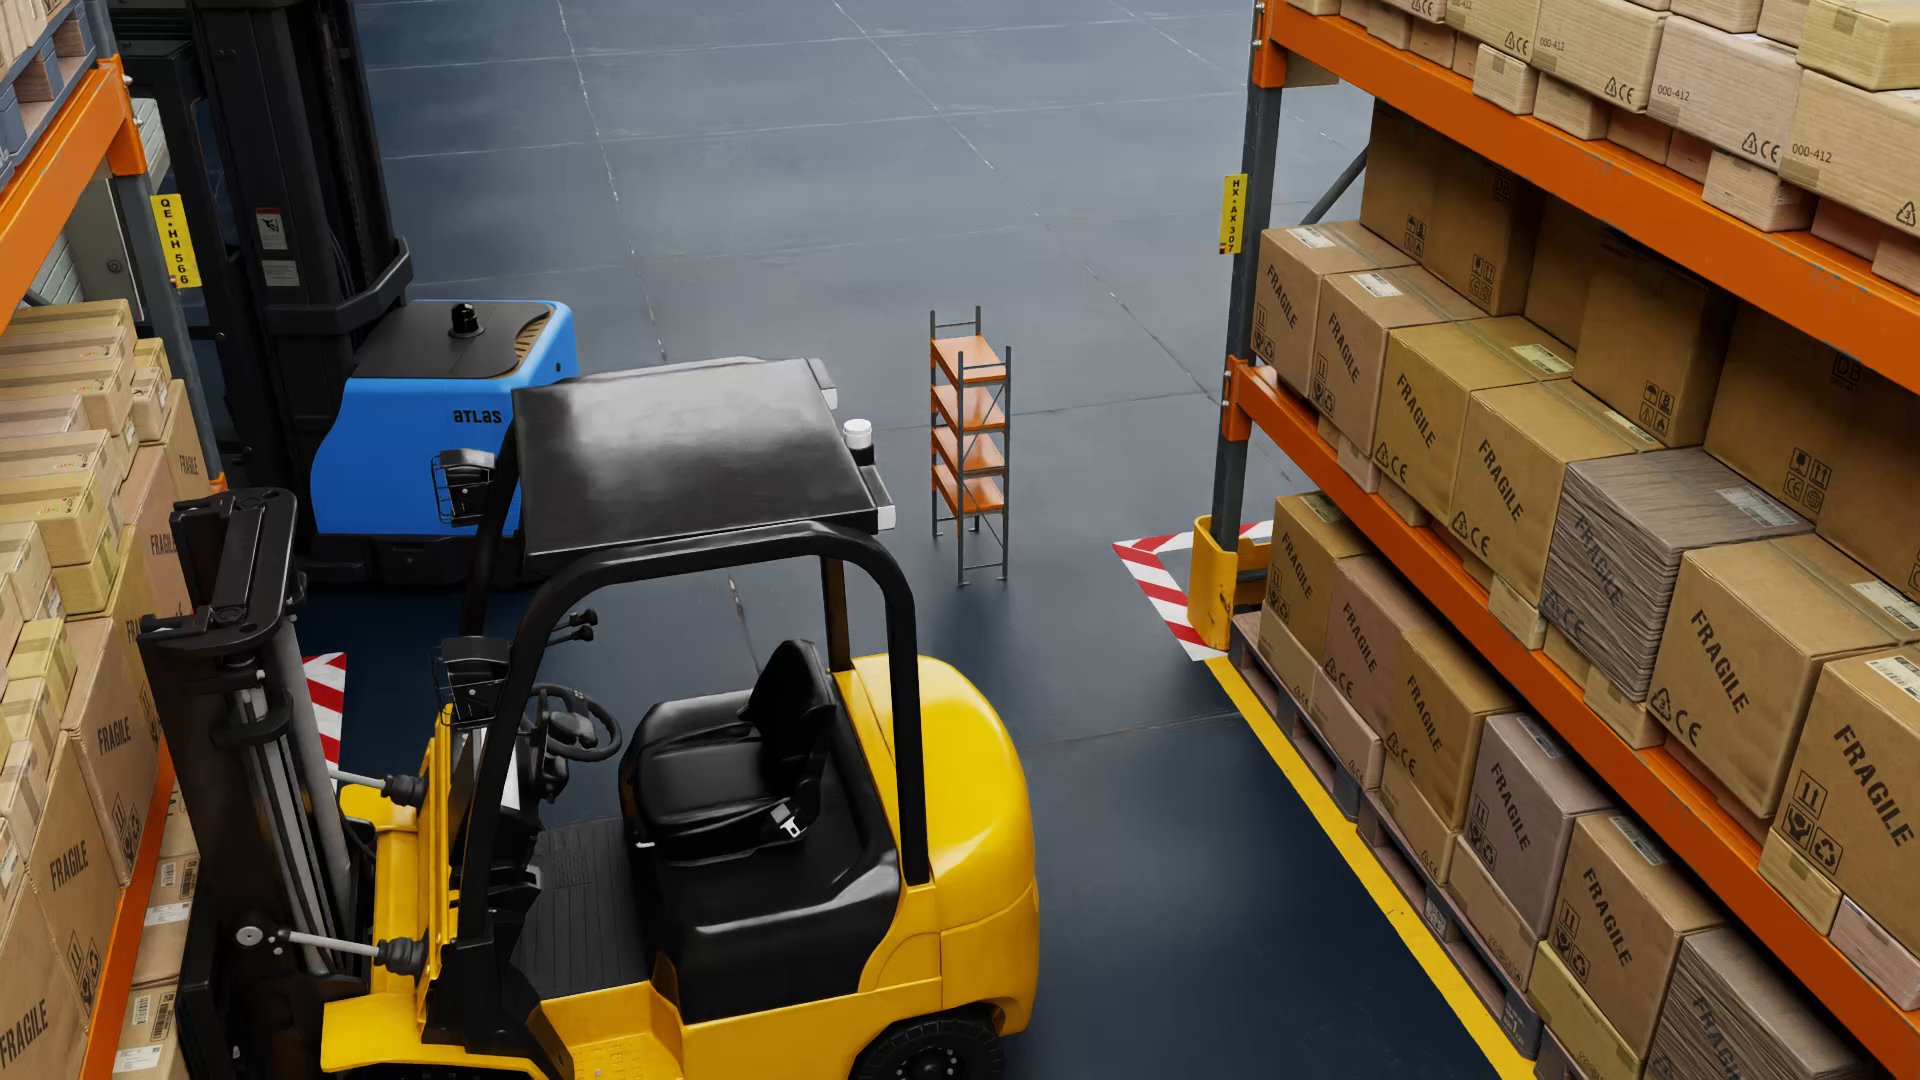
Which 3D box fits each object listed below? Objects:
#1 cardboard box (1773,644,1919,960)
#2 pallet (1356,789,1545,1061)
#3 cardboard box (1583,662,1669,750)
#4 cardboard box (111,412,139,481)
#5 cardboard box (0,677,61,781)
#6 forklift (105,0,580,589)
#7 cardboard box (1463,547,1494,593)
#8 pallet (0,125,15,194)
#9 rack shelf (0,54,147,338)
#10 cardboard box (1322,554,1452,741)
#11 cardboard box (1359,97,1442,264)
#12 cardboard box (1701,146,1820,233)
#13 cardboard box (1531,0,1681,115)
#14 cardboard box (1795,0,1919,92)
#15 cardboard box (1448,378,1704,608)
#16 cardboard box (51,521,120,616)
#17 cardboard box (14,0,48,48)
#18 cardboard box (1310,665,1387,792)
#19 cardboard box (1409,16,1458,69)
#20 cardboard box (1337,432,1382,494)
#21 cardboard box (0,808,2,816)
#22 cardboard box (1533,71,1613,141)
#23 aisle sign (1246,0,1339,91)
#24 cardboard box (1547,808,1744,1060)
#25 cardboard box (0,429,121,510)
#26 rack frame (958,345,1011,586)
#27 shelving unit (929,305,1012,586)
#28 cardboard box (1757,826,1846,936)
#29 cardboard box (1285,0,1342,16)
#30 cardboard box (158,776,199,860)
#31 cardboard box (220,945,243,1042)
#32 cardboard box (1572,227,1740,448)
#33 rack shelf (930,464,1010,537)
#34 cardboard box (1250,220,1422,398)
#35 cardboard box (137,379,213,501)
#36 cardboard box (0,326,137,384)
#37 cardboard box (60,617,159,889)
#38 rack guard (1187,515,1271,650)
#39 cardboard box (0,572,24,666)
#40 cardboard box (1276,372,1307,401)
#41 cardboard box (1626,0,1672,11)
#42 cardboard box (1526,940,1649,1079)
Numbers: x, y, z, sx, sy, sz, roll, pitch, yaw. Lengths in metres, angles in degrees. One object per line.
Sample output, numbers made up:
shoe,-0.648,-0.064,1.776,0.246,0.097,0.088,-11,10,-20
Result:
cardboard box,2.320,0.582,3.854,0.500,0.500,0.500,-9,31,-15
pallet,2.138,1.232,5.910,1.003,0.211,1.213,-8,31,-13
cardboard box,2.026,0.439,4.748,0.380,0.149,0.250,-8,31,-14
cardboard box,-2.700,-0.276,4.984,0.380,0.149,0.250,-7,31,-12
cardboard box,-2.250,0.462,3.710,0.380,0.149,0.250,-9,31,-15
forklift,-3.405,-1.291,7.554,3.031,2.935,1.130,1,30,1
cardboard box,1.873,0.063,5.398,0.380,0.149,0.250,-9,31,-15
pallet,-2.679,-0.659,3.489,1.003,0.211,1.213,-8,31,-13
rack shelf,-2.638,-0.356,3.594,1.077,0.370,4.000,-8,31,-13
cardboard box,1.713,0.377,6.181,0.500,0.500,0.500,-9,31,-15
cardboard box,1.962,-1.384,6.251,0.700,0.500,0.500,-9,31,-14
cardboard box,2.040,-0.865,4.006,0.380,0.149,0.250,-7,31,-12
cardboard box,1.895,-1.339,4.428,0.500,0.250,0.500,-7,31,-12
cardboard box,2.062,-1.084,3.589,0.380,0.149,0.250,-7,31,-12
cardboard box,1.894,-0.163,5.140,0.500,0.500,0.500,-8,31,-14
cardboard box,-2.442,0.088,4.357,0.380,0.149,0.250,-8,31,-13
cardboard box,-2.656,-1.389,4.394,0.380,0.149,0.250,-9,31,-15
cardboard box,1.692,0.686,6.397,0.500,0.250,0.500,-7,31,-11
cardboard box,1.674,-1.619,5.309,0.380,0.149,0.250,-8,31,-14
cardboard box,1.603,-0.309,6.039,0.380,0.149,0.250,-7,31,-13
cardboard box,-2.108,0.577,3.215,0.380,0.149,0.250,-7,31,-12
cardboard box,1.847,-1.237,4.649,0.380,0.149,0.250,-9,31,-15
aisle sign,1.301,-2.110,6.306,0.394,0.787,0.004,-8,31,-13
cardboard box,2.125,1.124,4.891,0.500,0.500,0.500,-7,31,-12
cardboard box,-2.509,-0.163,4.494,0.380,0.149,0.250,-7,31,-12
rack frame,0.109,-0.321,7.608,0.240,1.200,0.015,-8,31,-13
shelving unit,0.044,-0.439,7.811,0.258,1.200,0.503,-8,31,-13
cardboard box,2.226,0.810,4.107,0.380,0.149,0.250,-7,31,-12
cardboard box,1.391,-1.983,5.937,0.380,0.149,0.250,-8,31,-13
cardboard box,-2.461,0.910,5.011,0.500,0.250,0.500,-7,31,-13
cardboard box,-2.329,1.383,4.693,0.500,0.250,0.500,-8,31,-13
cardboard box,2.322,-0.646,4.977,0.700,0.500,0.500,-8,31,-14
rack shelf,0.044,-0.209,7.944,0.258,0.148,0.480,-8,31,-13
cardboard box,1.474,-0.903,6.419,0.500,0.500,0.500,-8,31,-14
cardboard box,-2.785,-0.175,5.459,0.500,0.500,0.500,-9,31,-14
cardboard box,-2.775,-0.527,5.123,0.380,0.149,0.250,-8,31,-13
cardboard box,-2.376,0.565,4.179,0.500,0.500,0.500,-8,31,-13
rack guard,1.636,0.122,7.540,1.175,0.500,0.348,-8,31,-13
cardboard box,-2.407,0.221,3.829,0.380,0.149,0.250,-8,31,-13
cardboard box,1.507,-0.696,6.709,0.380,0.149,0.250,-8,31,-13
cardboard box,1.880,-1.459,4.237,0.380,0.149,0.250,-7,31,-13
cardboard box,2.111,1.438,5.097,0.500,0.250,0.500,-9,31,-15
